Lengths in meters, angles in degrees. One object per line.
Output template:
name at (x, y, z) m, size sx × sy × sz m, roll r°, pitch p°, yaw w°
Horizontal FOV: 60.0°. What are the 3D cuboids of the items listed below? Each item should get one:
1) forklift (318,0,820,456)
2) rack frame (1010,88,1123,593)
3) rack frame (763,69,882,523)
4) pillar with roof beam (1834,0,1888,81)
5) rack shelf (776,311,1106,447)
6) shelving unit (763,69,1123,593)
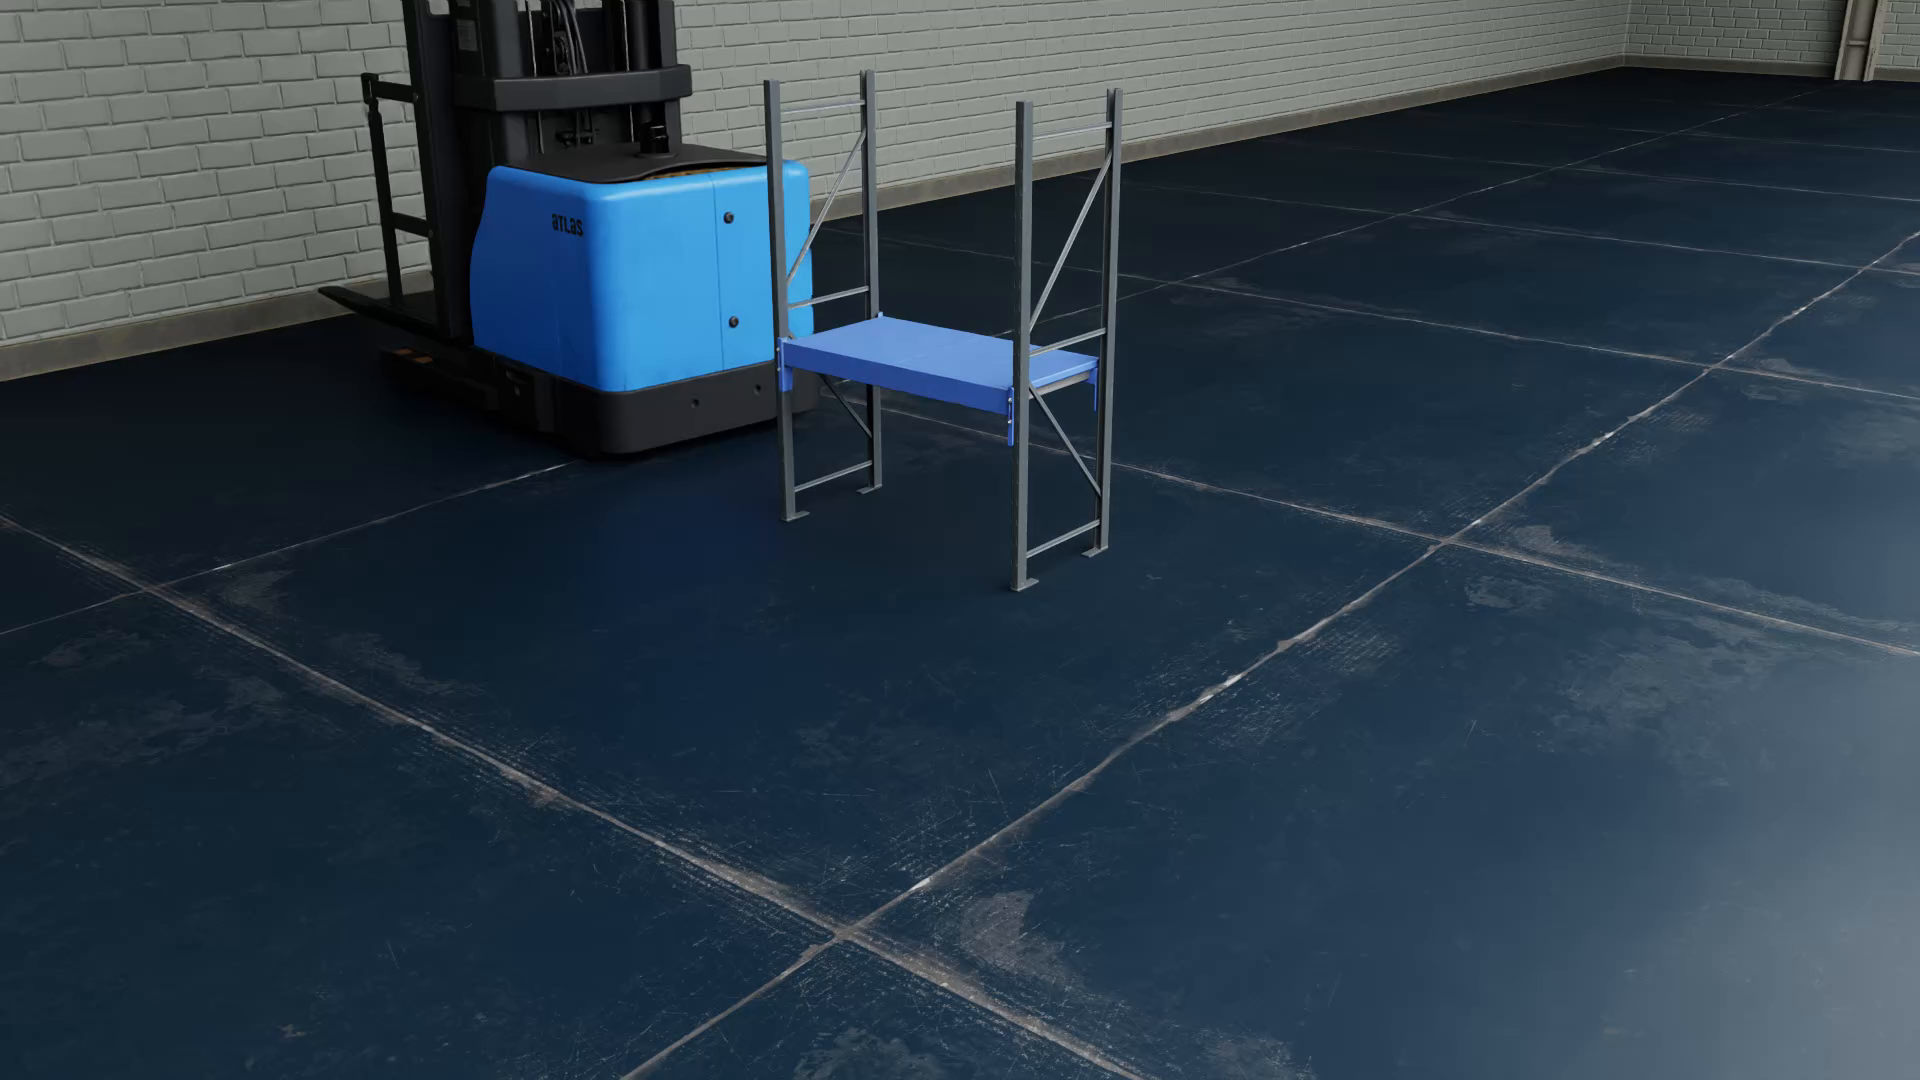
forklift at (-1.966, -2.130, 7.163) m, size 1.130 × 2.935 × 3.031 m, roll -19°, pitch 27°, yaw -40°
rack frame at (0.328, -0.607, 5.153) m, size 0.032 × 1.500 × 0.500 m, roll 16°, pitch 26°, yaw 36°
rack frame at (-0.460, -0.834, 5.755) m, size 0.032 × 1.500 × 0.500 m, roll 16°, pitch 26°, yaw 36°
pillar with roof beam at (8.739, -8.941, 16.626) m, size 0.400 × 9.000 × 9.100 m, roll 16°, pitch 26°, yaw 36°
rack shelf at (-0.066, -0.552, 5.517) m, size 1.000 × 0.185 × 0.538 m, roll 16°, pitch 26°, yaw 36°
shelving unit at (-0.066, -0.721, 5.454) m, size 1.048 × 1.500 × 0.538 m, roll 16°, pitch 26°, yaw 36°
